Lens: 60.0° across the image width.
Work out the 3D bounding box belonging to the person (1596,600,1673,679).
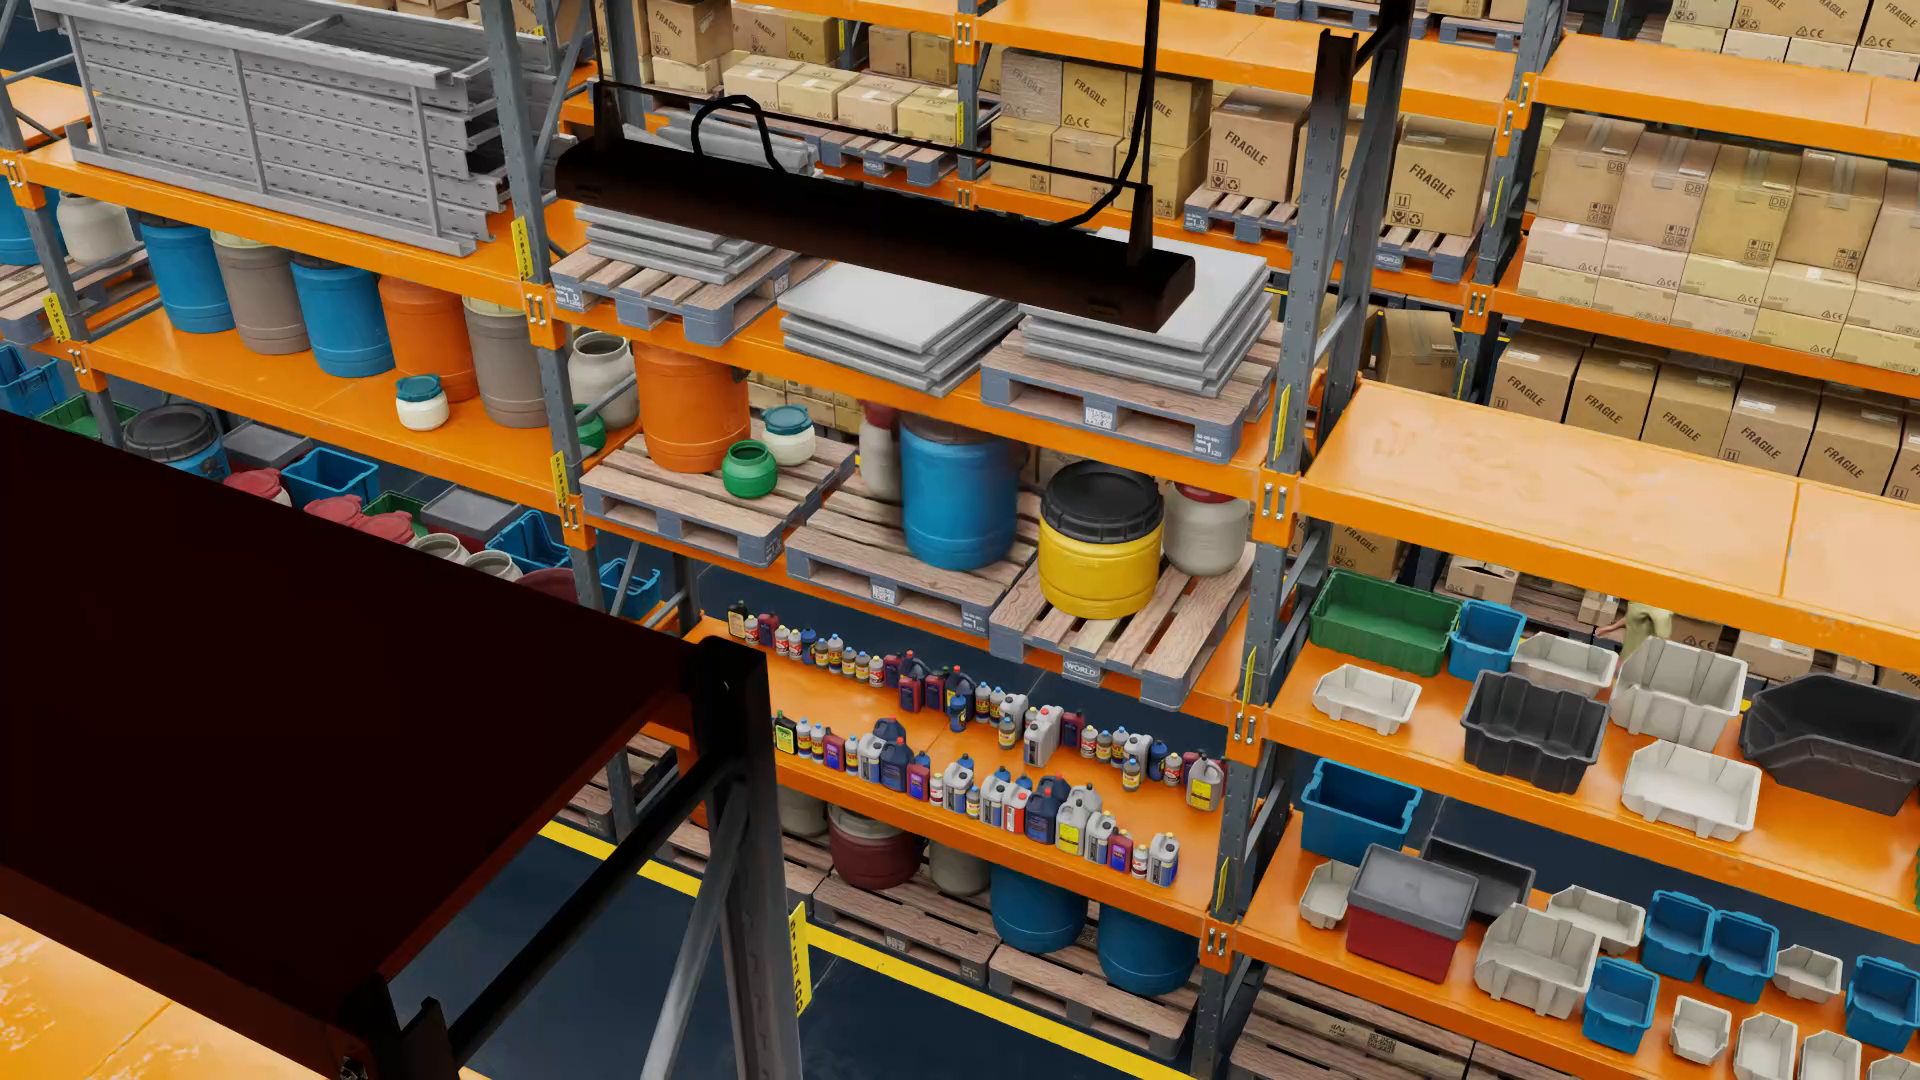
[{"bbox_3d":[4.588,0.750,11.361,1.060,1.603,0.451,18,39,24],"label":"person"}]
